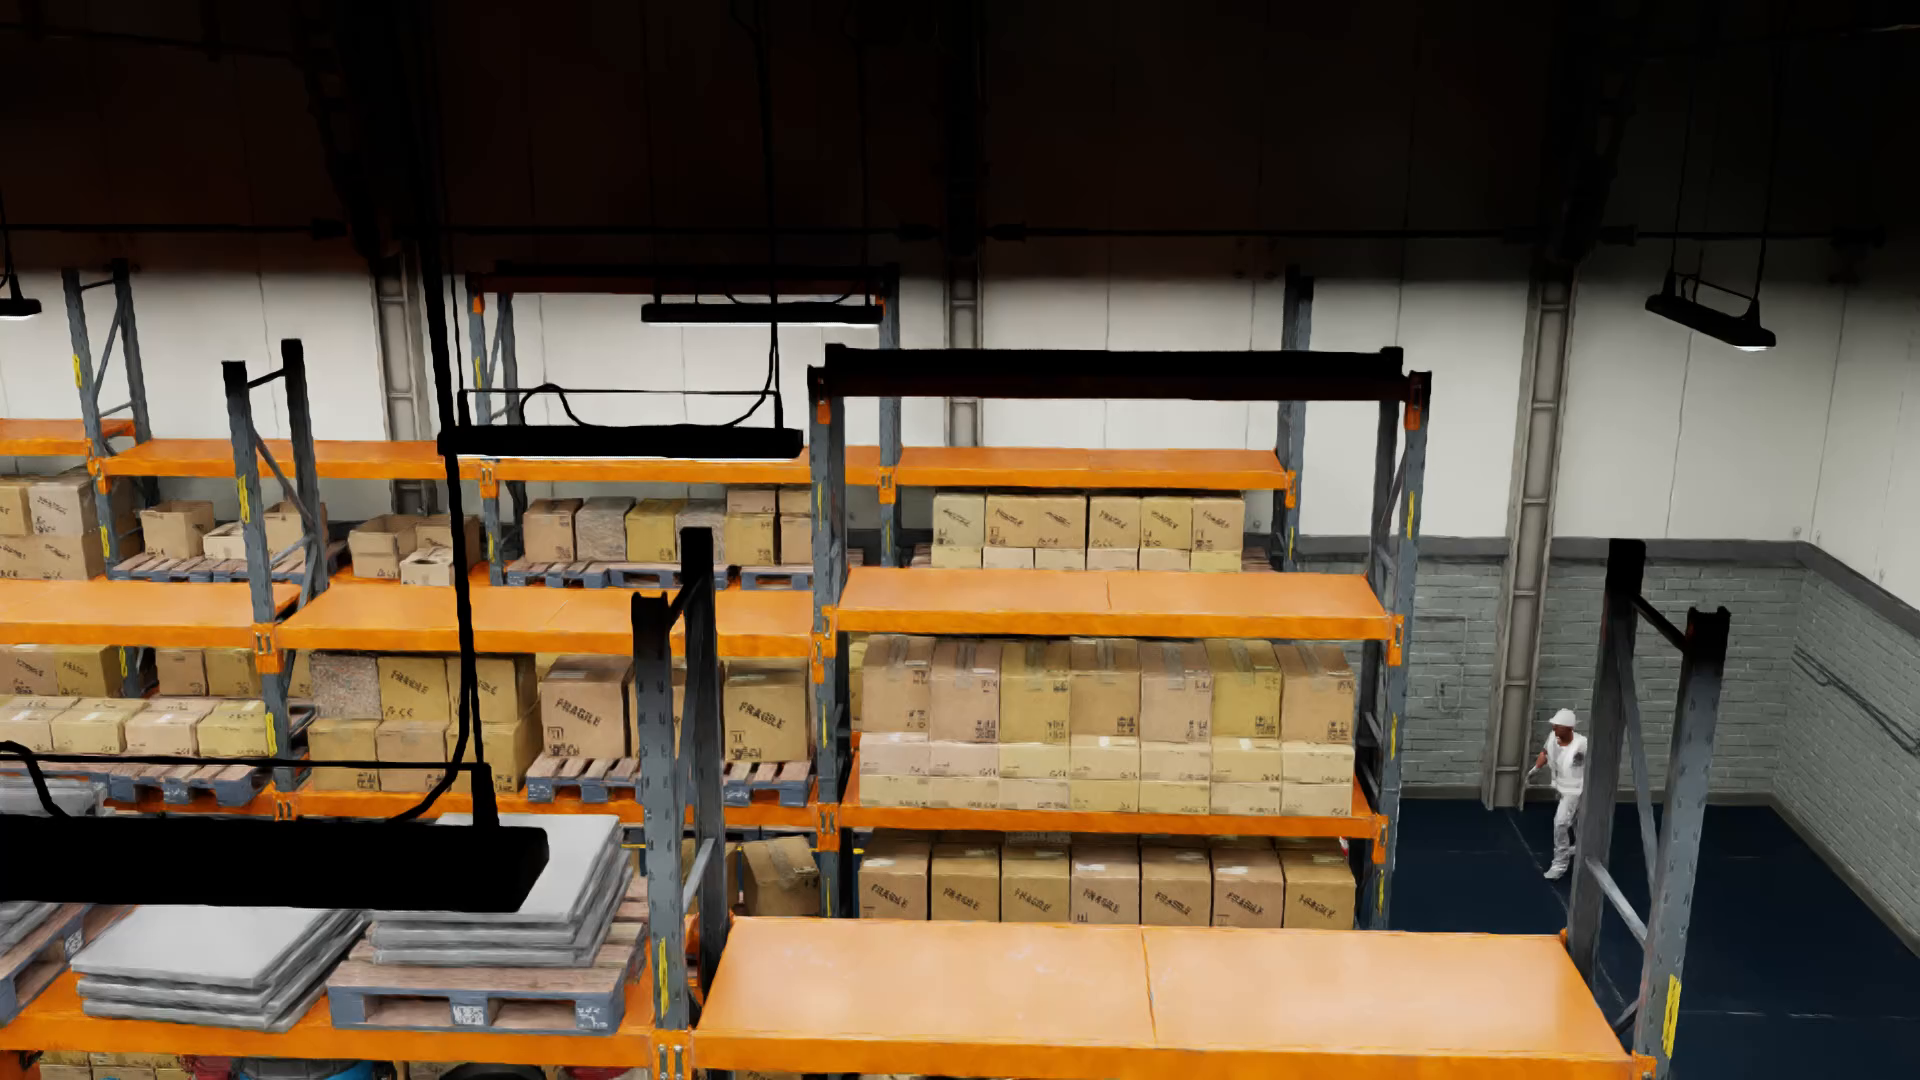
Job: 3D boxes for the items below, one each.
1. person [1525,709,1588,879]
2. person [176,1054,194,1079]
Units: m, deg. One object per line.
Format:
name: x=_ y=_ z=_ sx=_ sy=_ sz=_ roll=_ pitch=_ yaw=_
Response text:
person: x=6.185 y=2.501 z=16.871 sx=0.846 sy=1.702 sz=0.685 roll=-4 pitch=17 yaw=-13
person: x=-5.093 y=4.124 z=11.363 sx=1.115 sy=1.641 sz=0.547 roll=0 pitch=16 yaw=1
